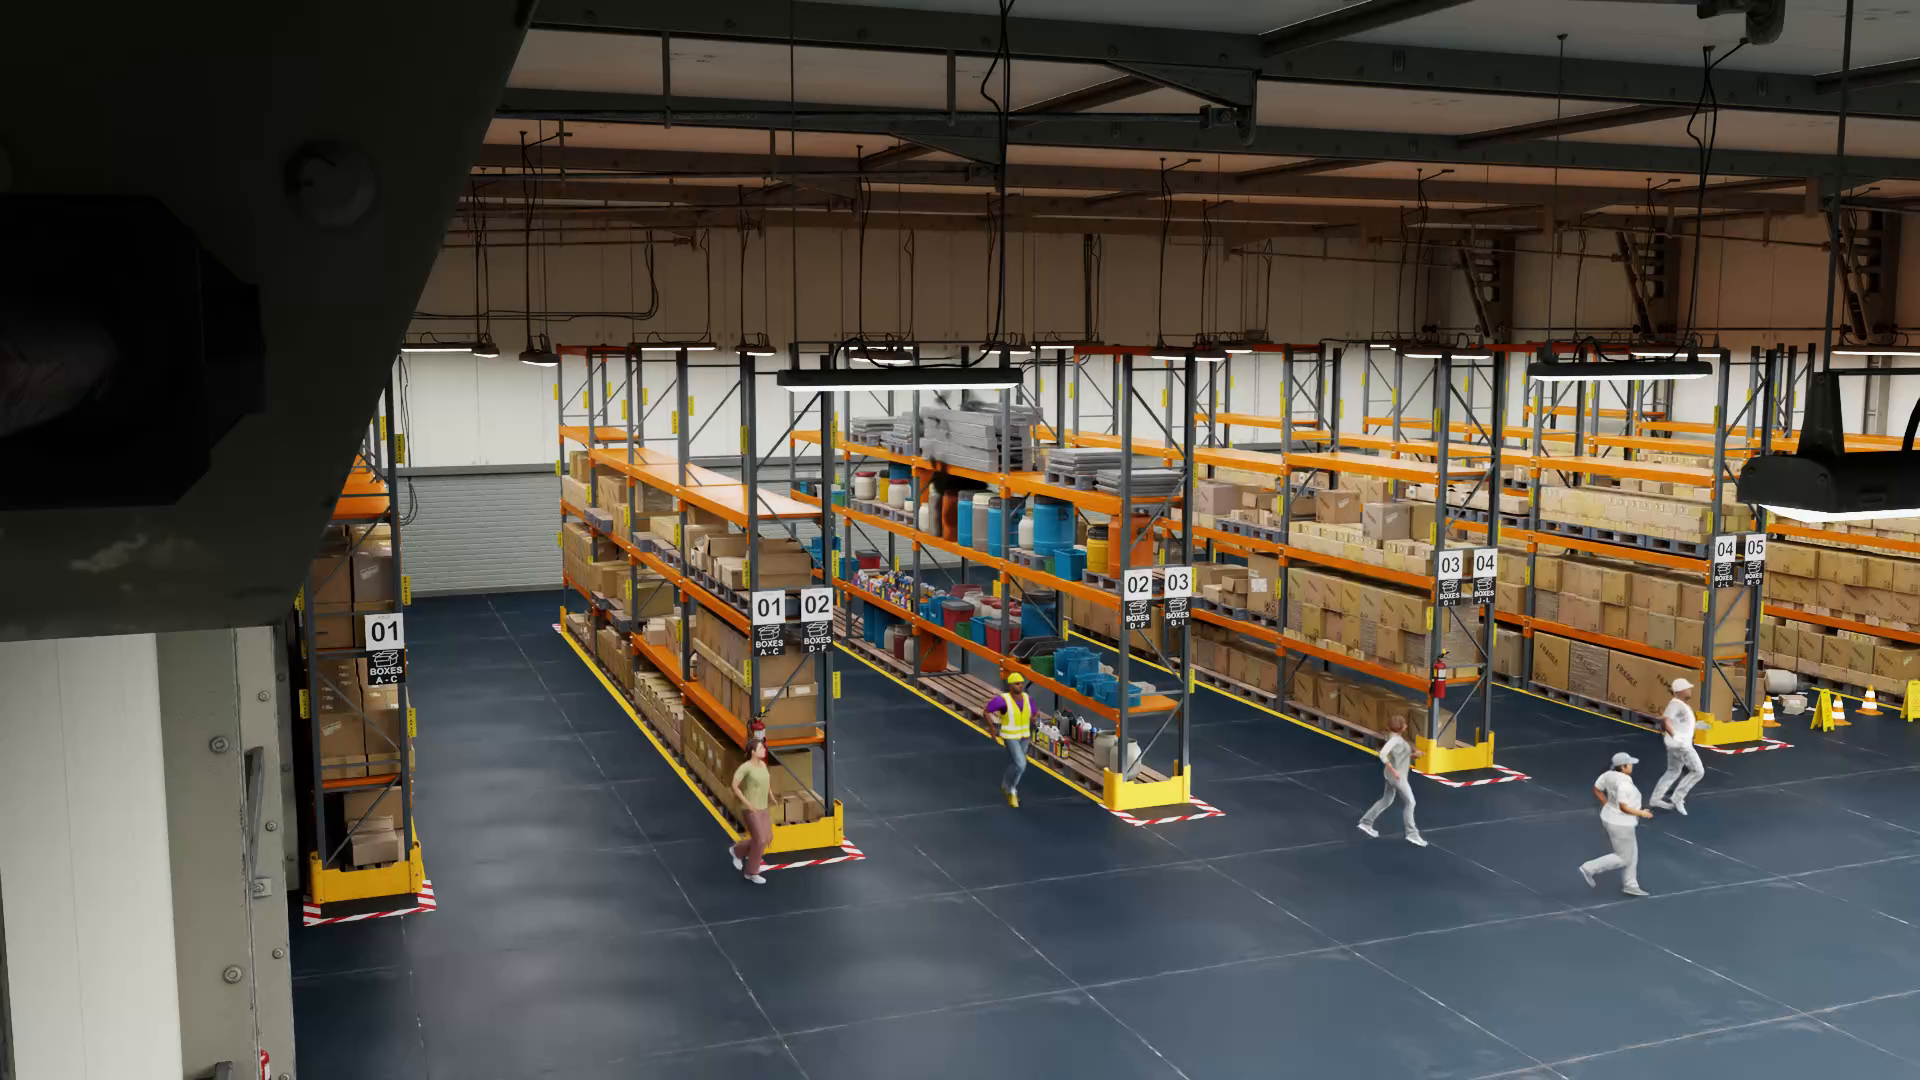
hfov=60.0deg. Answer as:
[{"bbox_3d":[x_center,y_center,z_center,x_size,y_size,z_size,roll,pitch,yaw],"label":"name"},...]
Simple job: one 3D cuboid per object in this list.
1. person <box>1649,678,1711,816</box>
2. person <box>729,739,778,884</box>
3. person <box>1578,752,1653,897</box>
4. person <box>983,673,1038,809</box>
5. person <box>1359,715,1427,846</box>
[{"bbox_3d":[9.448,2.702,21.762,0.715,1.794,0.651,2,8,16],"label":"person"},{"bbox_3d":[-2.409,3.101,19.233,0.555,1.631,0.634,4,8,28],"label":"person"},{"bbox_3d":[7.316,3.182,18.552,0.841,1.667,0.607,0,7,1],"label":"person"},{"bbox_3d":[0.746,2.658,22.127,0.670,1.801,0.728,-5,9,-37],"label":"person"},{"bbox_3d":[5.335,2.945,20.410,0.821,1.605,0.523,1,7,5],"label":"person"}]
